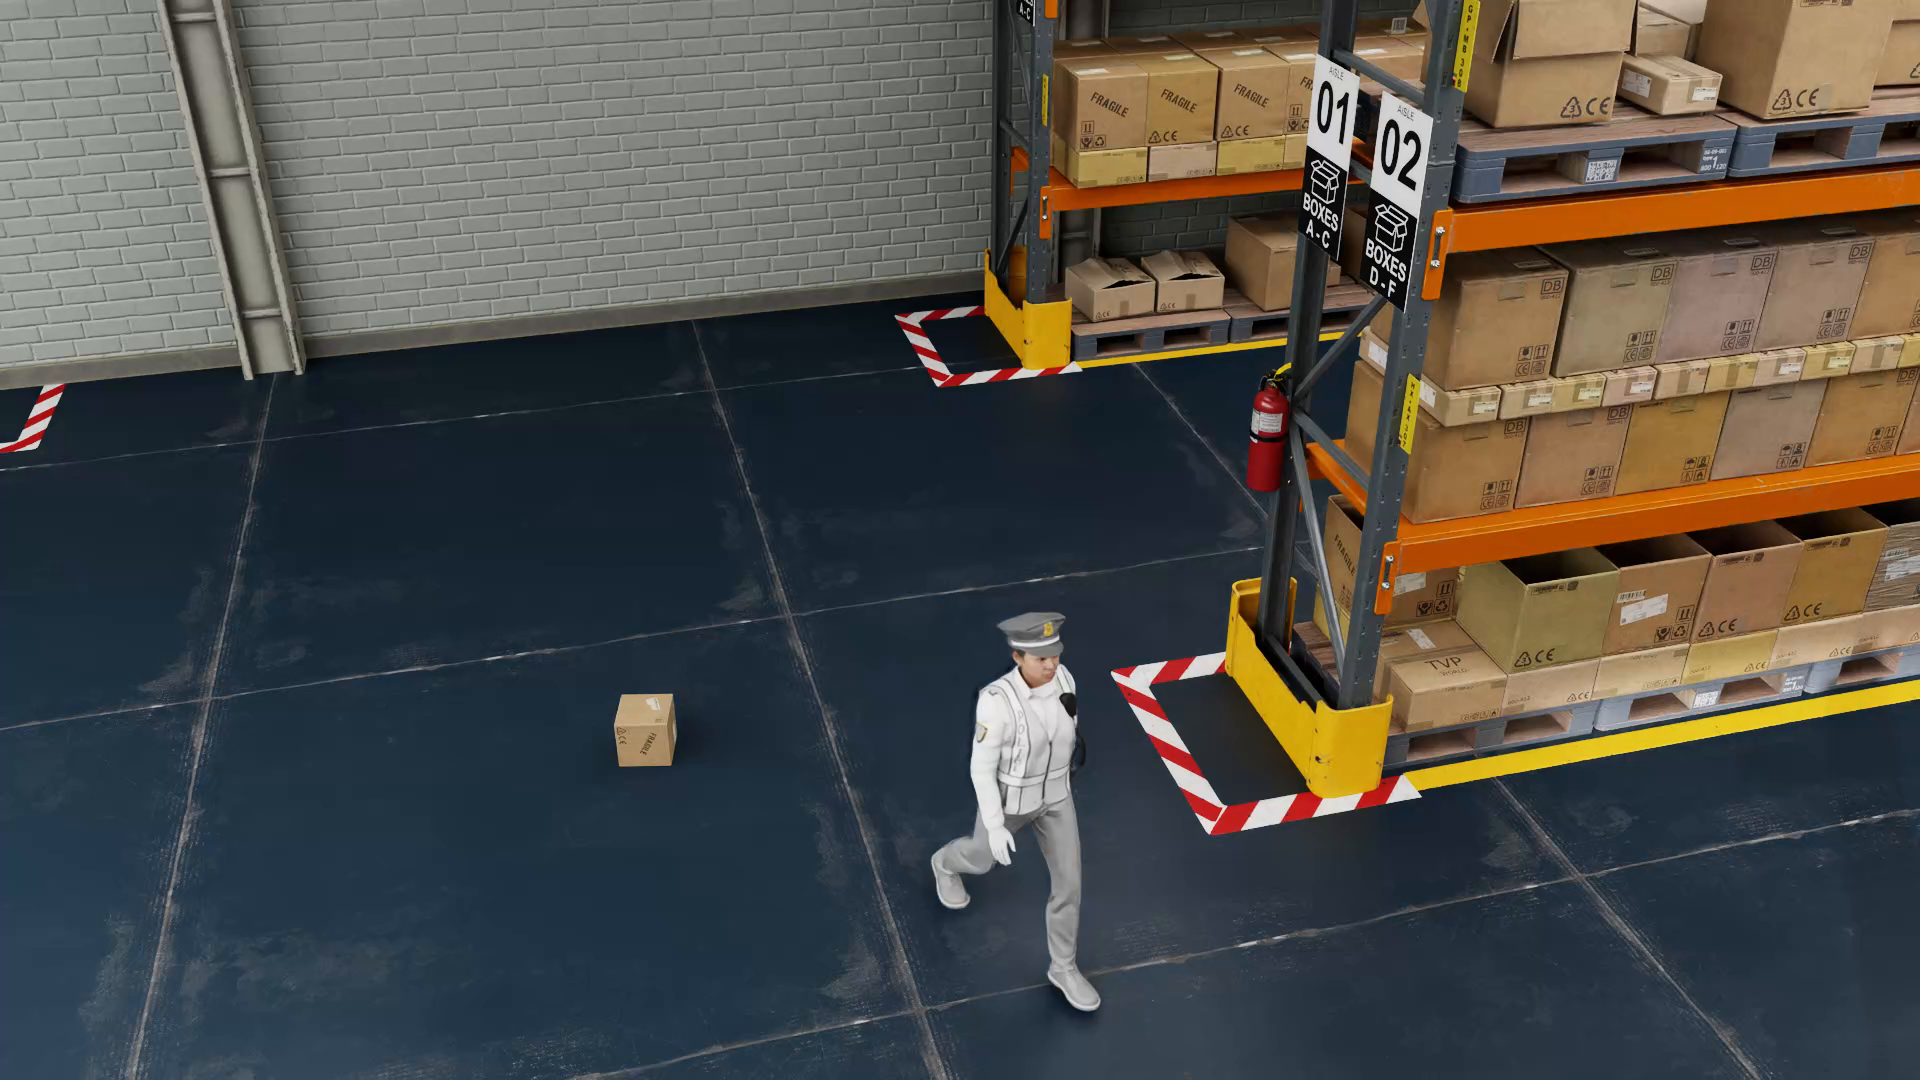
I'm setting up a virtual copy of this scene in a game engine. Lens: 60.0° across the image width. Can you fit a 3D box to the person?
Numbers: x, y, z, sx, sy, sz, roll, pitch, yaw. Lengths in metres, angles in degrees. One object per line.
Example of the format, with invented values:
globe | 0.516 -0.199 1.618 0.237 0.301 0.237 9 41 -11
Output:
person | 0.243 0.976 6.538 0.507 1.643 0.988 -15 34 -24
